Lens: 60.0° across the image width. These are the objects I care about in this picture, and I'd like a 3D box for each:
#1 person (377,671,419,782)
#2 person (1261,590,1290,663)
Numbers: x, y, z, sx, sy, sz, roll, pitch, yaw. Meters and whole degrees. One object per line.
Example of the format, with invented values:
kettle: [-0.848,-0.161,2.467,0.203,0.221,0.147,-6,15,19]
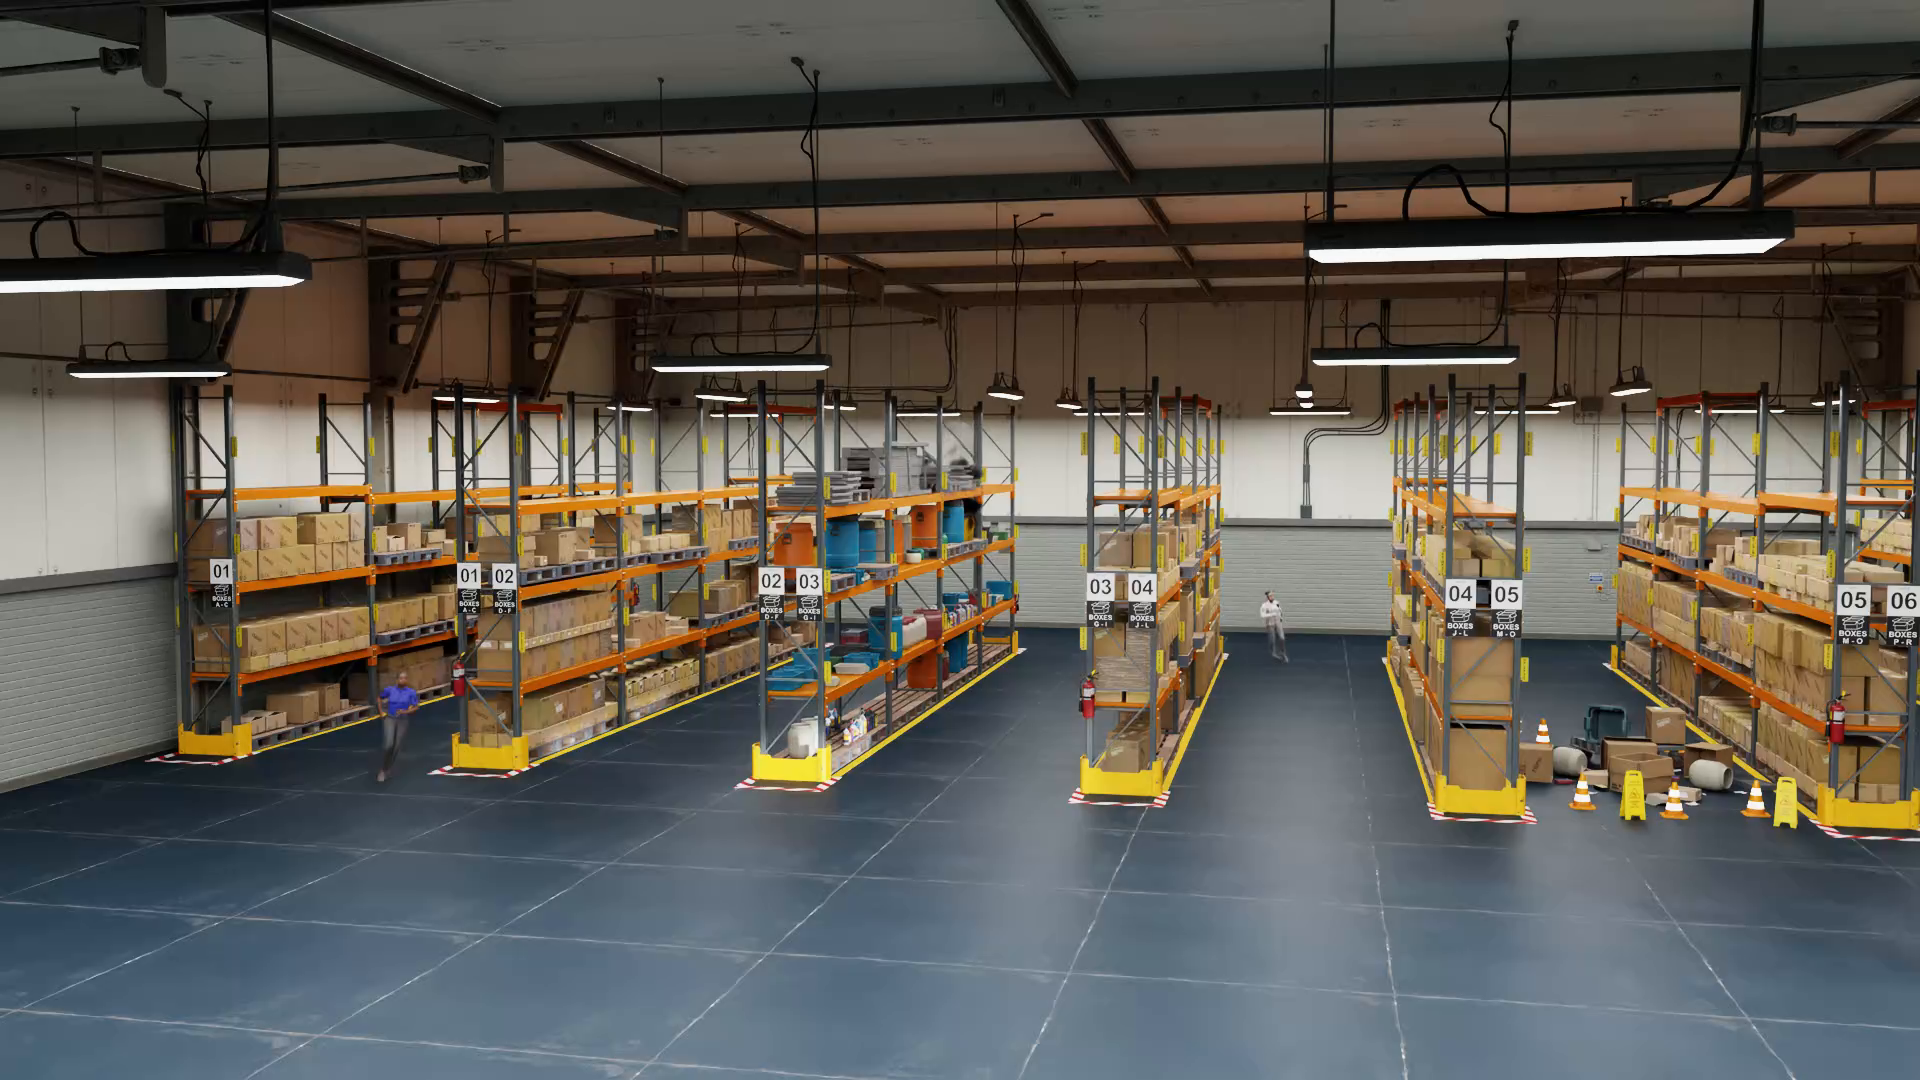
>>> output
person: [-8.495,2.796,25.079,0.612,1.665,0.651,-2,4,-26]
person: [7.296,2.008,38.893,0.652,1.724,0.746,-1,3,-10]
